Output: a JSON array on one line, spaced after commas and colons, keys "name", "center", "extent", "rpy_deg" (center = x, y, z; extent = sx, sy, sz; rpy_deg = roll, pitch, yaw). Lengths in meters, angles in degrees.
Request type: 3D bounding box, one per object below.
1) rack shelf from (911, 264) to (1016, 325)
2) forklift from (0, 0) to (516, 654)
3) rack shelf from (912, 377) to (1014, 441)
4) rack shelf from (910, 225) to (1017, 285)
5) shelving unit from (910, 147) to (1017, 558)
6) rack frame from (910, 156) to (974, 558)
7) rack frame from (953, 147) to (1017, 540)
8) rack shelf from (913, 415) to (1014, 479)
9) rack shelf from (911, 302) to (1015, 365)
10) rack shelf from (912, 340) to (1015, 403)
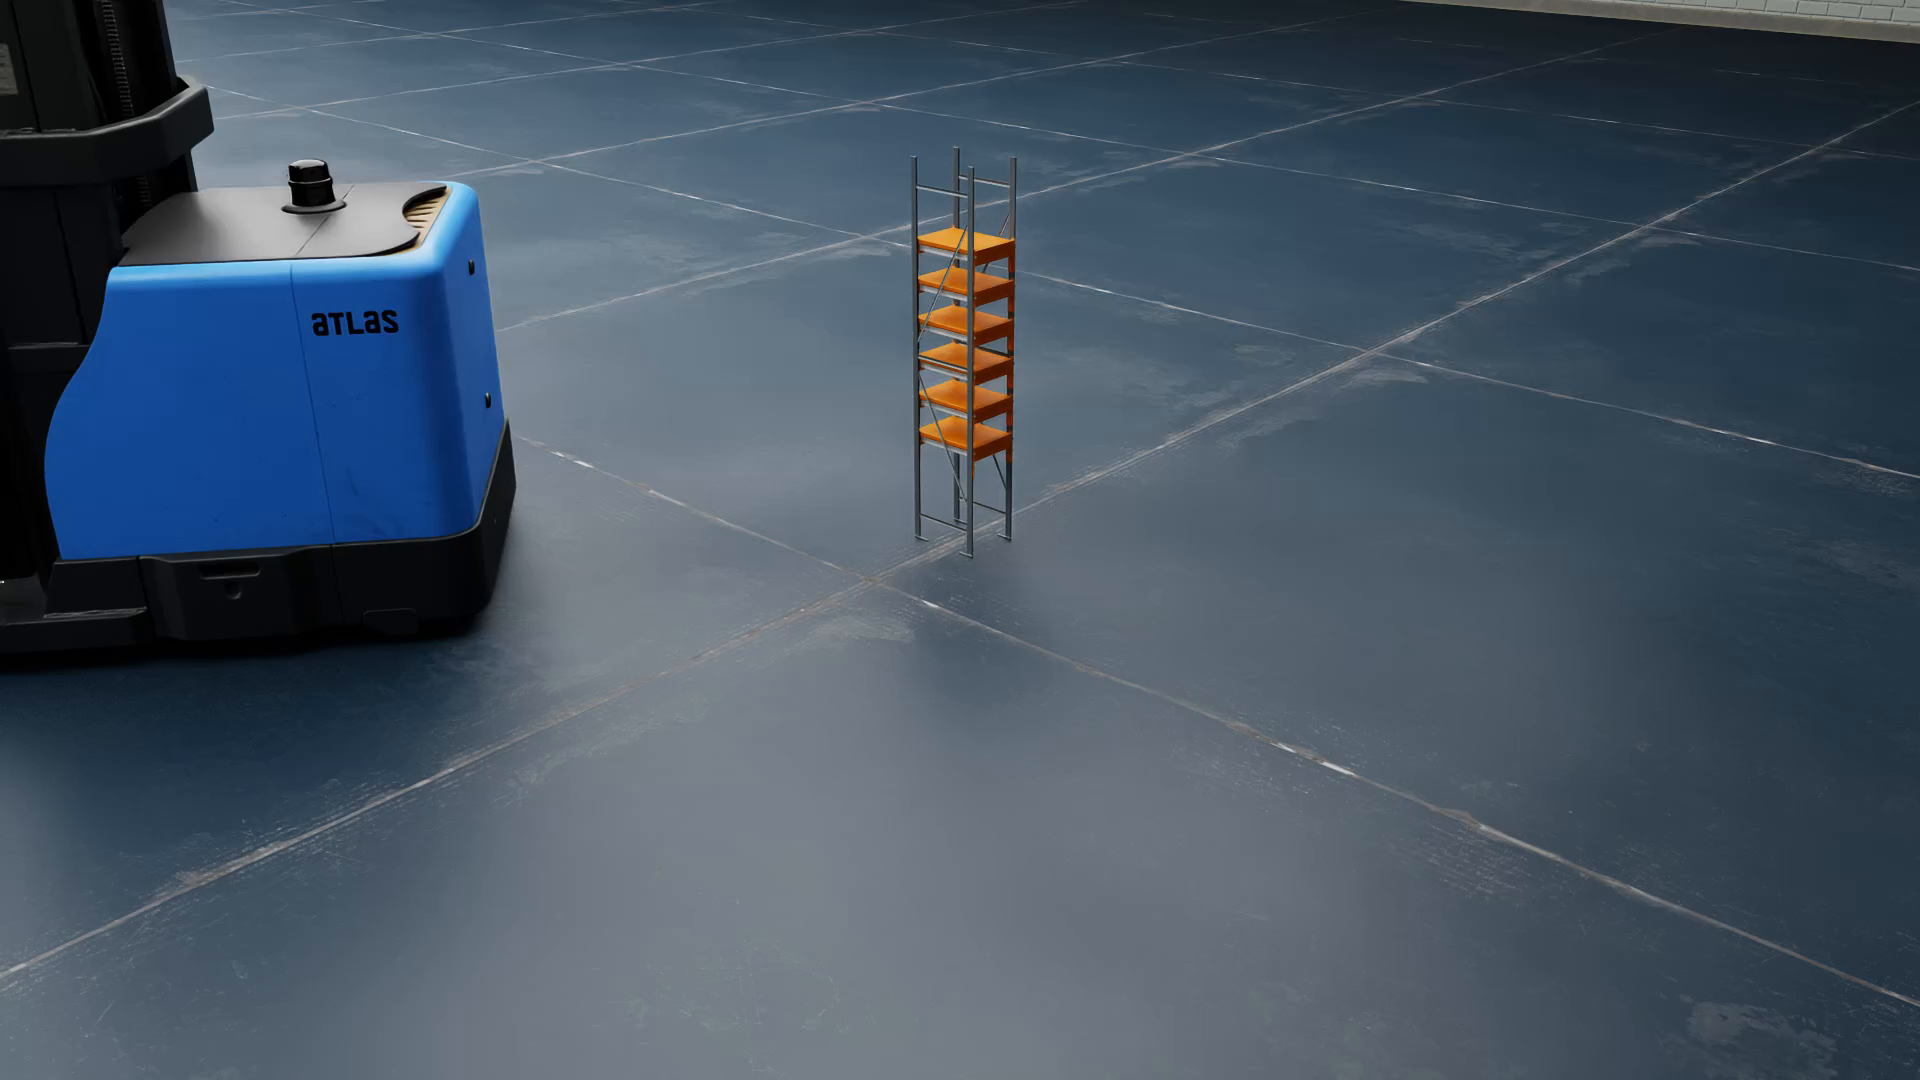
[{"name": "rack shelf", "center": [0.010, -0.730, 4.934], "extent": [0.258, 0.103, 0.180], "rpy_deg": [20, 31, 38]}, {"name": "forklift", "center": [-2.888, -1.178, 4.294], "extent": [3.031, 2.935, 1.130], "rpy_deg": [-4, 24, -8]}, {"name": "rack shelf", "center": [0.010, -0.402, 5.082], "extent": [0.258, 0.103, 0.180], "rpy_deg": [20, 31, 38]}, {"name": "rack shelf", "center": [0.010, -0.840, 4.885], "extent": [0.258, 0.103, 0.180], "rpy_deg": [20, 31, 38]}, {"name": "shelving unit", "center": [0.010, -0.552, 5.014], "extent": [0.258, 1.200, 0.189], "rpy_deg": [20, 31, 38]}, {"name": "rack frame", "center": [-0.051, -0.524, 4.952], "extent": [0.240, 1.200, 0.006], "rpy_deg": [20, 31, 38]}, {"name": "rack frame", "center": [0.071, -0.580, 5.077], "extent": [0.240, 1.200, 0.006], "rpy_deg": [20, 31, 38]}, {"name": "rack shelf", "center": [0.010, -0.292, 5.131], "extent": [0.258, 0.103, 0.180], "rpy_deg": [20, 31, 38]}, {"name": "rack shelf", "center": [0.010, -0.621, 4.983], "extent": [0.258, 0.103, 0.180], "rpy_deg": [20, 31, 38]}, {"name": "rack shelf", "center": [0.010, -0.511, 5.033], "extent": [0.258, 0.103, 0.180], "rpy_deg": [20, 31, 38]}]
